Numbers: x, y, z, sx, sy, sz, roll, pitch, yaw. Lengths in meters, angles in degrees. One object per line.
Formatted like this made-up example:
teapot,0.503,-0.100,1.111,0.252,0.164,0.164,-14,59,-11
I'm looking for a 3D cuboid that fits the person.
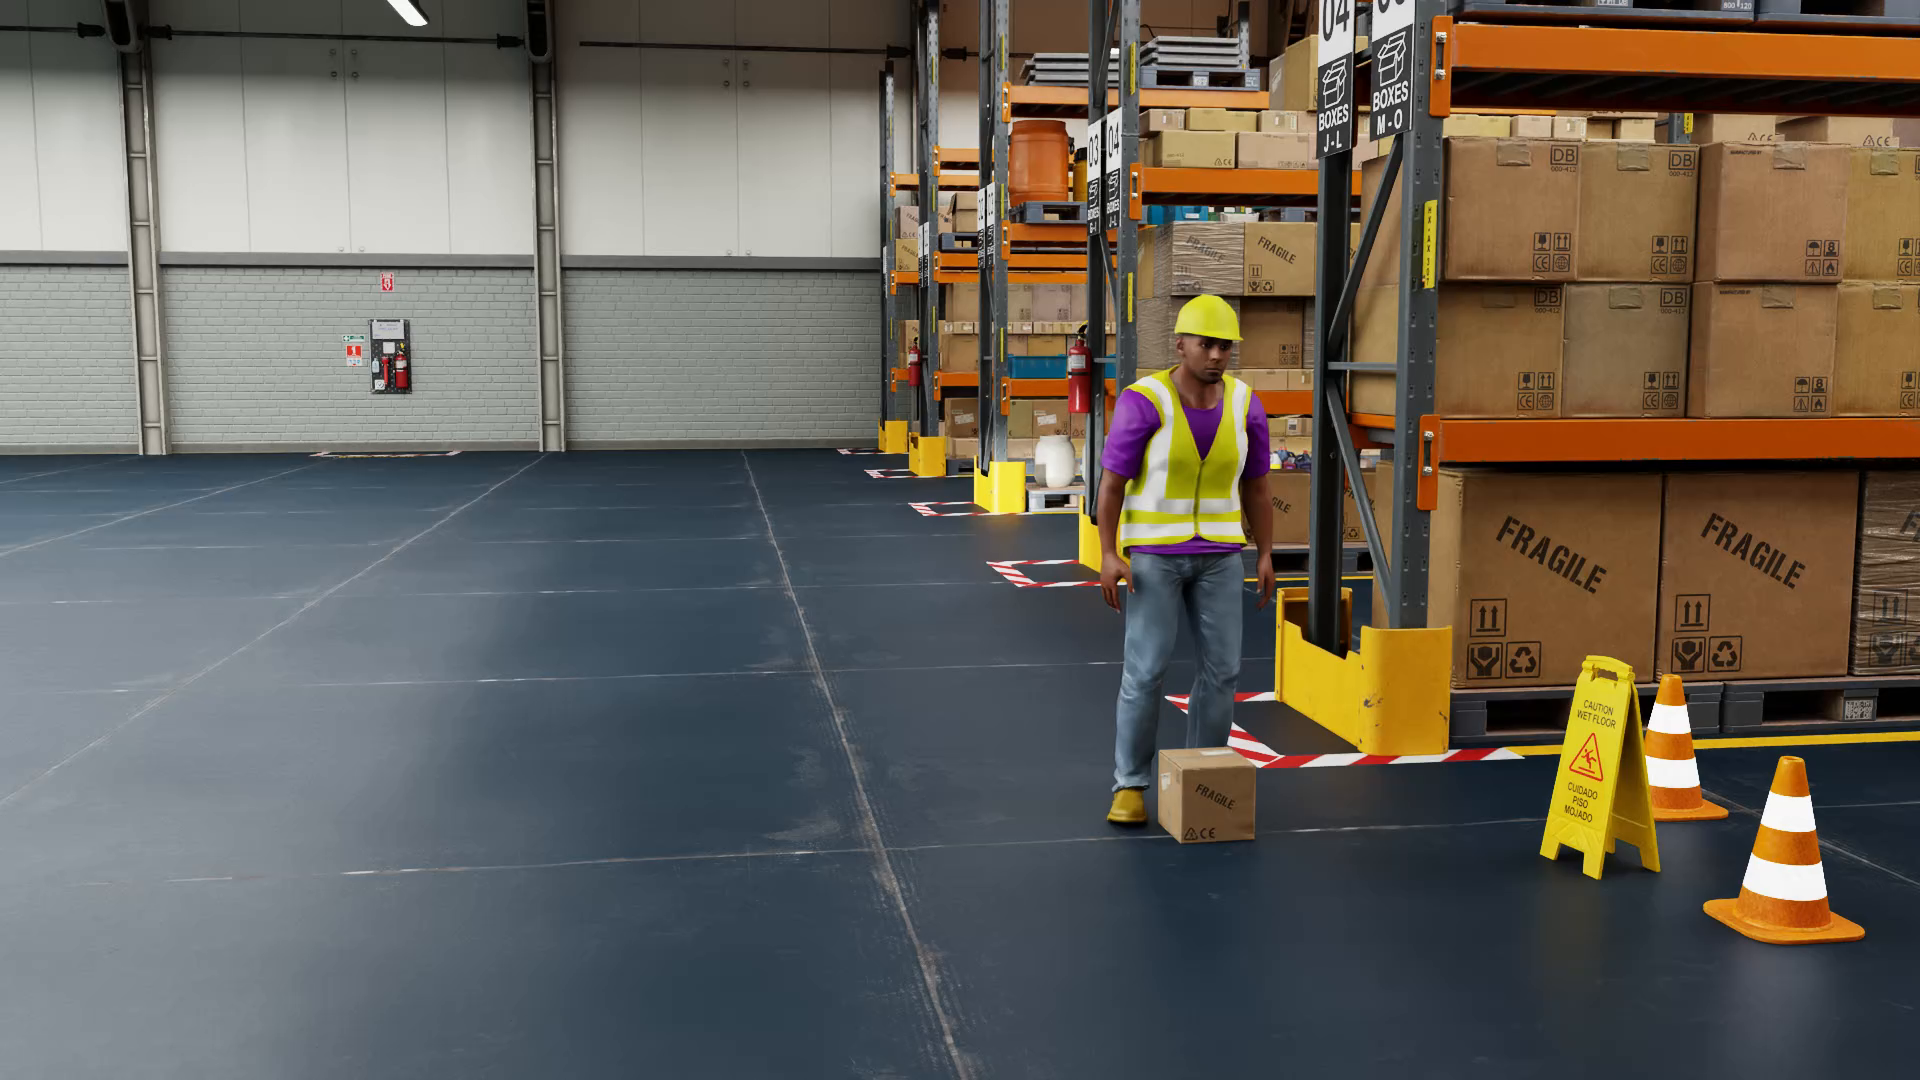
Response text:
person,0.769,0.063,5.600,0.631,1.755,0.461,-1,7,-12
